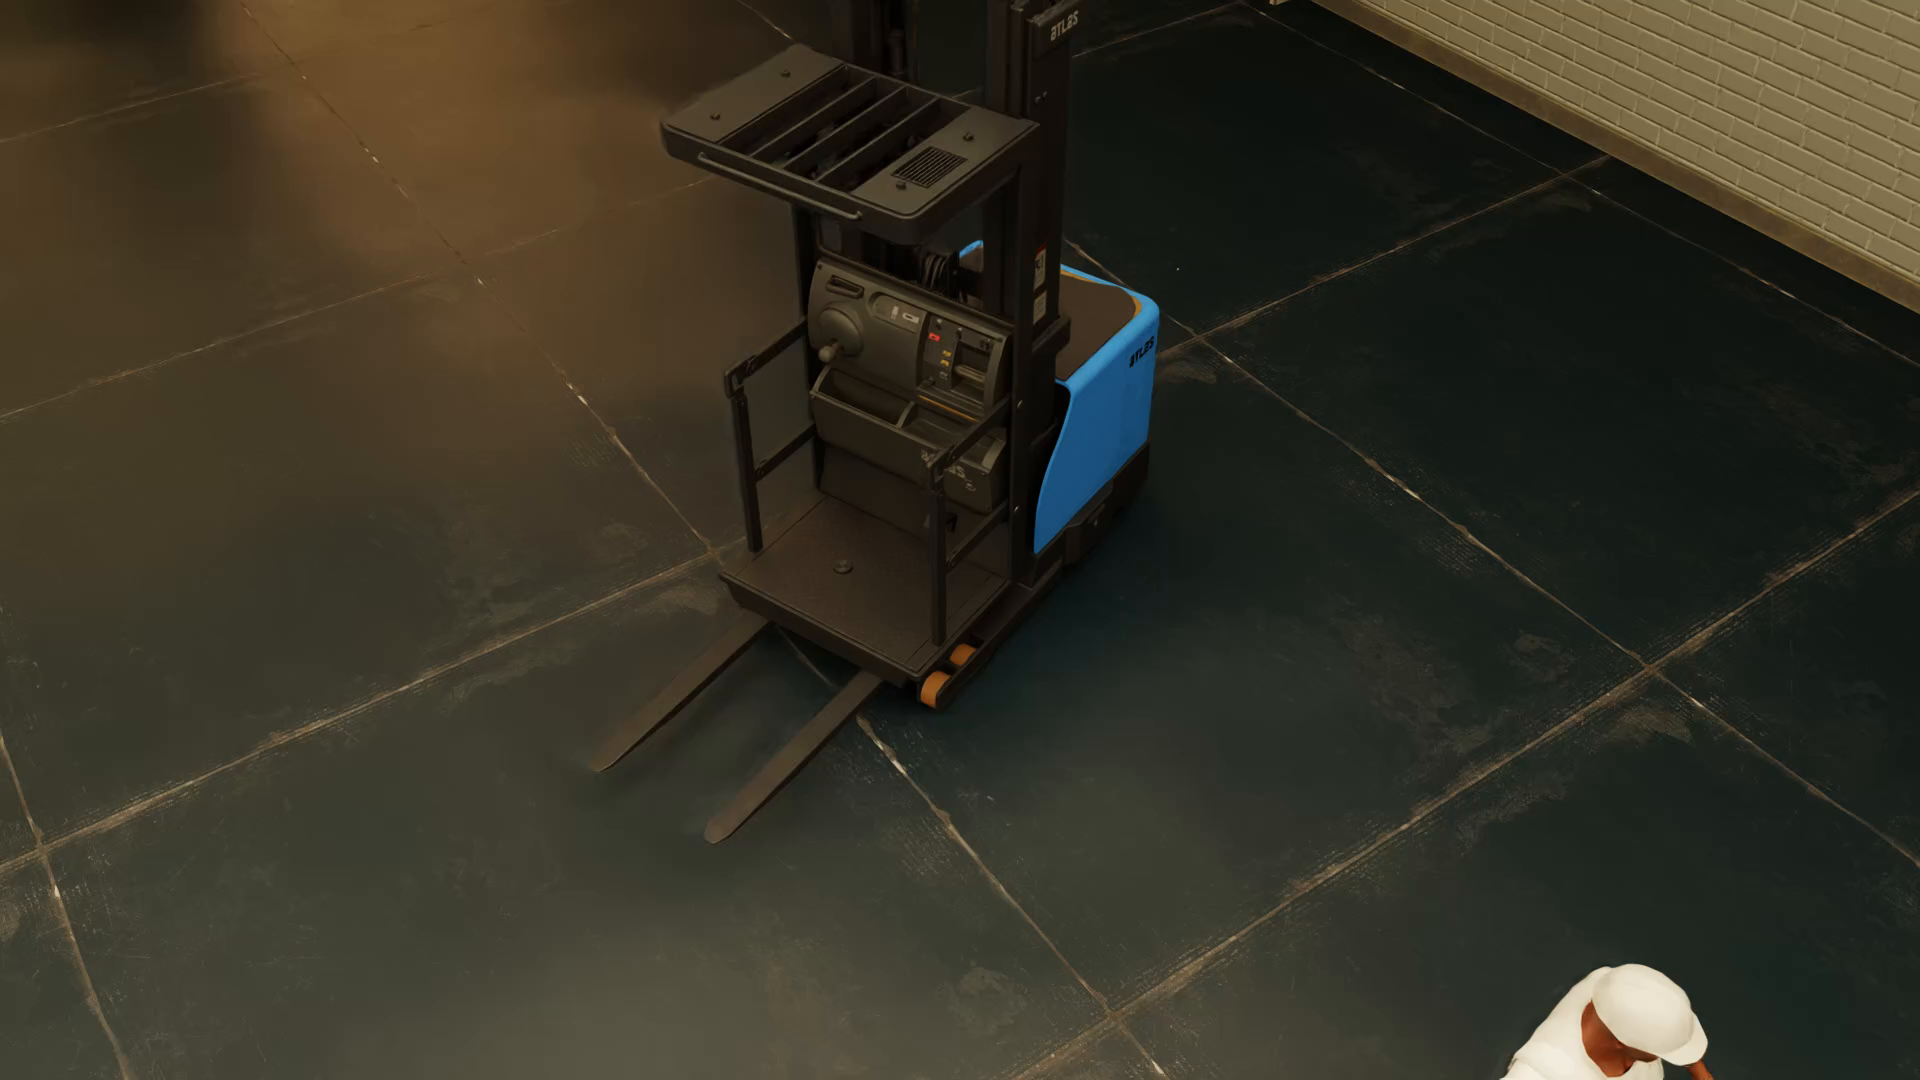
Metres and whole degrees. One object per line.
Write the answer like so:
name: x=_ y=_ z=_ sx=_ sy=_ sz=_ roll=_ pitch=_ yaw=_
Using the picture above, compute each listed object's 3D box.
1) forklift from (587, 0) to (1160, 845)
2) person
forklift: x=-0.341 y=-0.730 z=6.508 sx=1.130 sy=2.935 sz=3.031 roll=25 pitch=48 yaw=25
person: x=1.703 y=1.724 z=4.719 sx=0.638 sy=1.747 sz=0.867 roll=31 pitch=51 yaw=29
